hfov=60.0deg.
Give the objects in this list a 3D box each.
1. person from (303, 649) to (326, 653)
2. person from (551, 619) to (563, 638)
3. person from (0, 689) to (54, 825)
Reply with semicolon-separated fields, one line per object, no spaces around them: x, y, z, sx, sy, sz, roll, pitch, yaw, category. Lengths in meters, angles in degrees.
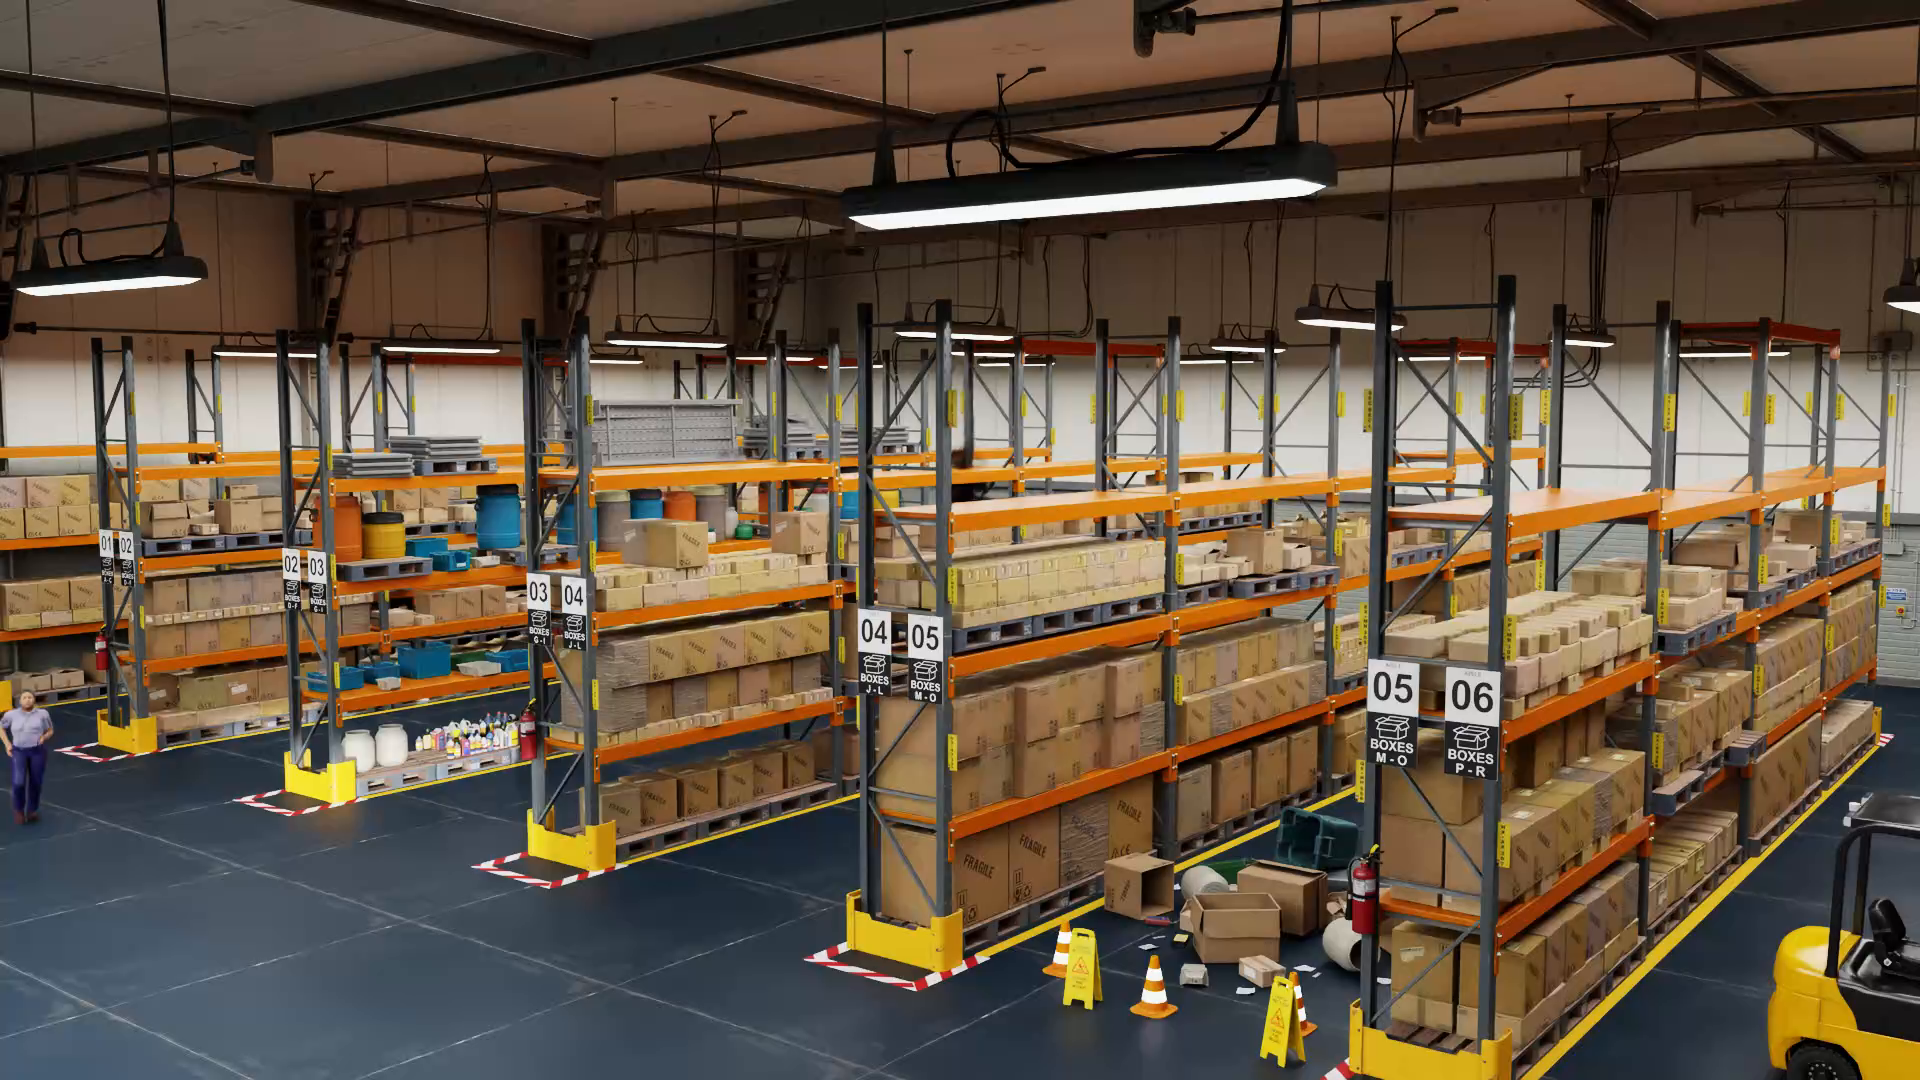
-11.039;1.814;28.528;0.704;1.735;0.724;3;6;33;person
-7.826;1.446;32.782;0.656;1.772;0.800;5;7;42;person
-11.237;2.615;20.050;0.579;1.642;0.656;-3;6;-35;person
